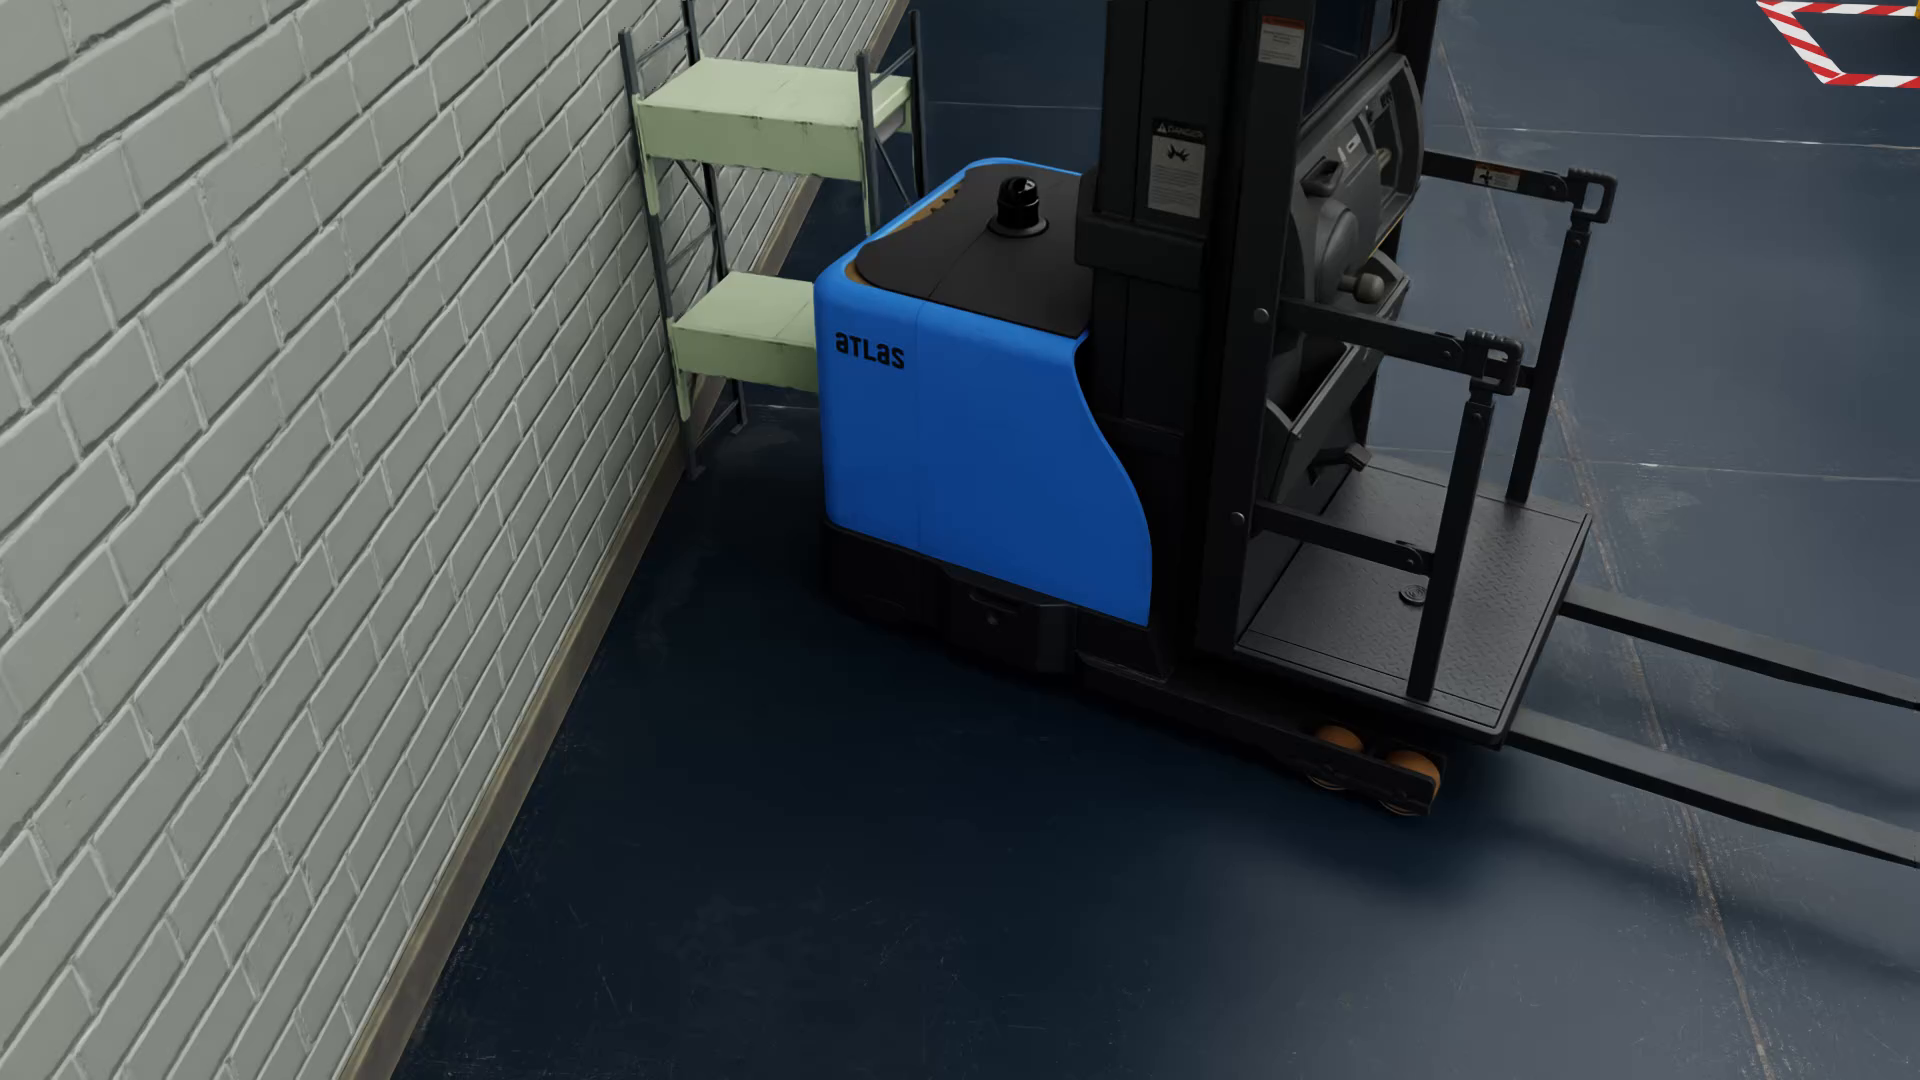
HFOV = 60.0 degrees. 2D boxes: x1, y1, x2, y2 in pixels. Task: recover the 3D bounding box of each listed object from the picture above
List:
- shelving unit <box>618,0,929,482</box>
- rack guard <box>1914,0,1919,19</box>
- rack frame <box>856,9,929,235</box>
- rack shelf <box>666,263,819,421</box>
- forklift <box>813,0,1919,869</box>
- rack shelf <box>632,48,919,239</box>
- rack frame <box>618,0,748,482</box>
[{"bbox_3d":[-0.511,-0.853,5.132,0.755,1.500,0.431,11,37,18],"label":"shelving unit"},{"bbox_3d":[5.503,-2.855,8.820,0.348,0.500,1.175,4,36,6],"label":"rack guard"},{"bbox_3d":[-0.169,-0.789,5.018,0.023,1.500,0.400,11,37,18],"label":"rack frame"},{"bbox_3d":[-0.499,-0.586,5.319,0.720,0.370,0.431,11,37,18],"label":"rack shelf"},{"bbox_3d":[1.135,-0.842,3.907,3.031,2.935,1.130,18,39,23],"label":"forklift"},{"bbox_3d":[-0.525,-1.172,4.907,0.720,0.370,0.431,11,37,18],"label":"rack shelf"},{"bbox_3d":[-0.853,-0.917,5.245,0.023,1.500,0.400,11,37,18],"label":"rack frame"}]
